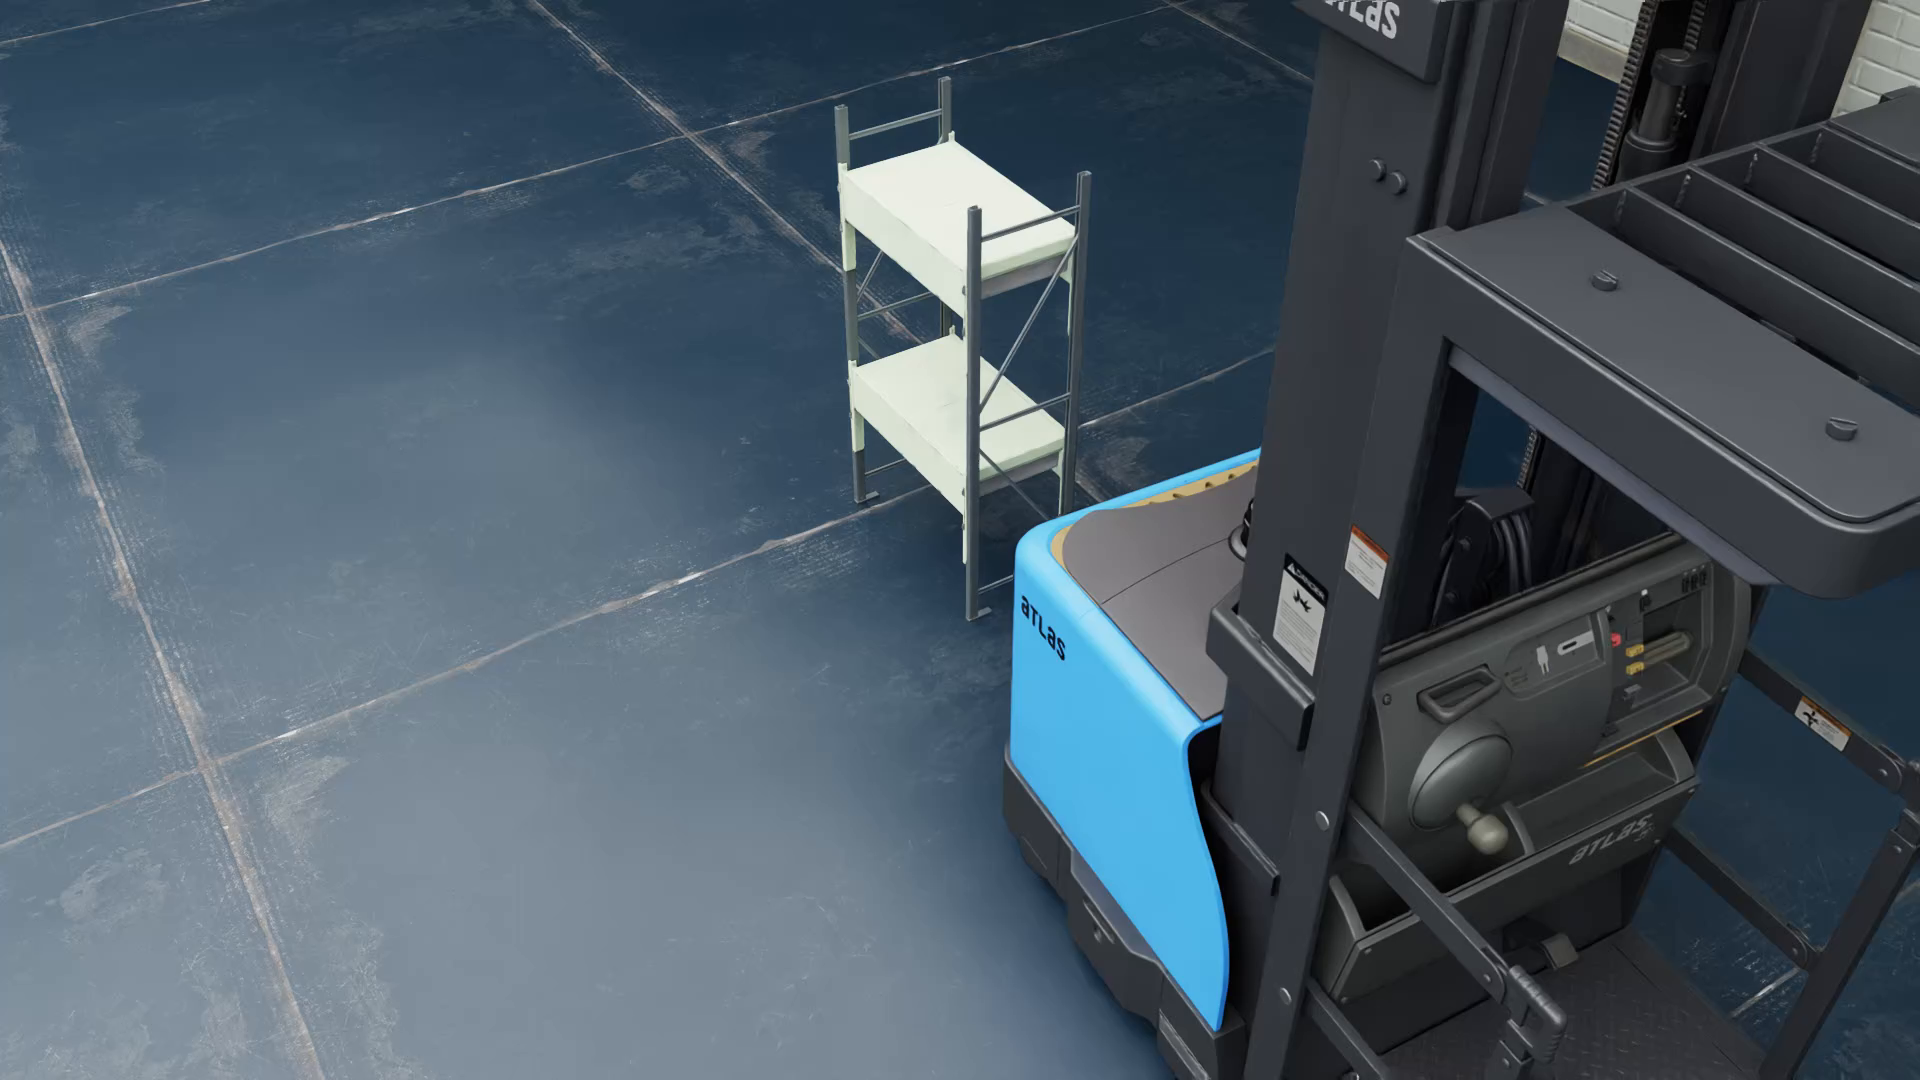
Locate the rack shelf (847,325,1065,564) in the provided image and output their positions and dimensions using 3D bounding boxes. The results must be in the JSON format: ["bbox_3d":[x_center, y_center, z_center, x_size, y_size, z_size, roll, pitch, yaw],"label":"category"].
[{"bbox_3d":[-0.004,-0.329,5.483,0.431,0.370,0.720,-22,45,-24],"label":"rack shelf"}]

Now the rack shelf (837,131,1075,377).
[{"bbox_3d":[-0.004,-0.880,5.024,0.431,0.370,0.720,-22,45,-24],"label":"rack shelf"}]

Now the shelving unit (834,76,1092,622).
[{"bbox_3d":[-0.004,-0.580,5.274,0.431,1.500,0.755,-22,45,-24],"label":"shelving unit"}]

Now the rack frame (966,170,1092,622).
[{"bbox_3d":[0.193,-0.382,5.037,0.400,1.500,0.023,-22,45,-24],"label":"rack frame"}]

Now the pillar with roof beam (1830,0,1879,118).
[{"bbox_3d":[0.178,-3.772,3.248,9.100,9.000,0.400,-22,45,-24],"label":"pillar with roof beam"}]

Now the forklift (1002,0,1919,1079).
[{"bbox_3d":[1.260,0.364,3.023,1.130,2.935,3.031,-19,43,-21],"label":"forklift"}]

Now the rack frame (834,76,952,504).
[{"bbox_3d":[-0.200,-0.777,5.511,0.400,1.500,0.023,-22,45,-24],"label":"rack frame"}]
